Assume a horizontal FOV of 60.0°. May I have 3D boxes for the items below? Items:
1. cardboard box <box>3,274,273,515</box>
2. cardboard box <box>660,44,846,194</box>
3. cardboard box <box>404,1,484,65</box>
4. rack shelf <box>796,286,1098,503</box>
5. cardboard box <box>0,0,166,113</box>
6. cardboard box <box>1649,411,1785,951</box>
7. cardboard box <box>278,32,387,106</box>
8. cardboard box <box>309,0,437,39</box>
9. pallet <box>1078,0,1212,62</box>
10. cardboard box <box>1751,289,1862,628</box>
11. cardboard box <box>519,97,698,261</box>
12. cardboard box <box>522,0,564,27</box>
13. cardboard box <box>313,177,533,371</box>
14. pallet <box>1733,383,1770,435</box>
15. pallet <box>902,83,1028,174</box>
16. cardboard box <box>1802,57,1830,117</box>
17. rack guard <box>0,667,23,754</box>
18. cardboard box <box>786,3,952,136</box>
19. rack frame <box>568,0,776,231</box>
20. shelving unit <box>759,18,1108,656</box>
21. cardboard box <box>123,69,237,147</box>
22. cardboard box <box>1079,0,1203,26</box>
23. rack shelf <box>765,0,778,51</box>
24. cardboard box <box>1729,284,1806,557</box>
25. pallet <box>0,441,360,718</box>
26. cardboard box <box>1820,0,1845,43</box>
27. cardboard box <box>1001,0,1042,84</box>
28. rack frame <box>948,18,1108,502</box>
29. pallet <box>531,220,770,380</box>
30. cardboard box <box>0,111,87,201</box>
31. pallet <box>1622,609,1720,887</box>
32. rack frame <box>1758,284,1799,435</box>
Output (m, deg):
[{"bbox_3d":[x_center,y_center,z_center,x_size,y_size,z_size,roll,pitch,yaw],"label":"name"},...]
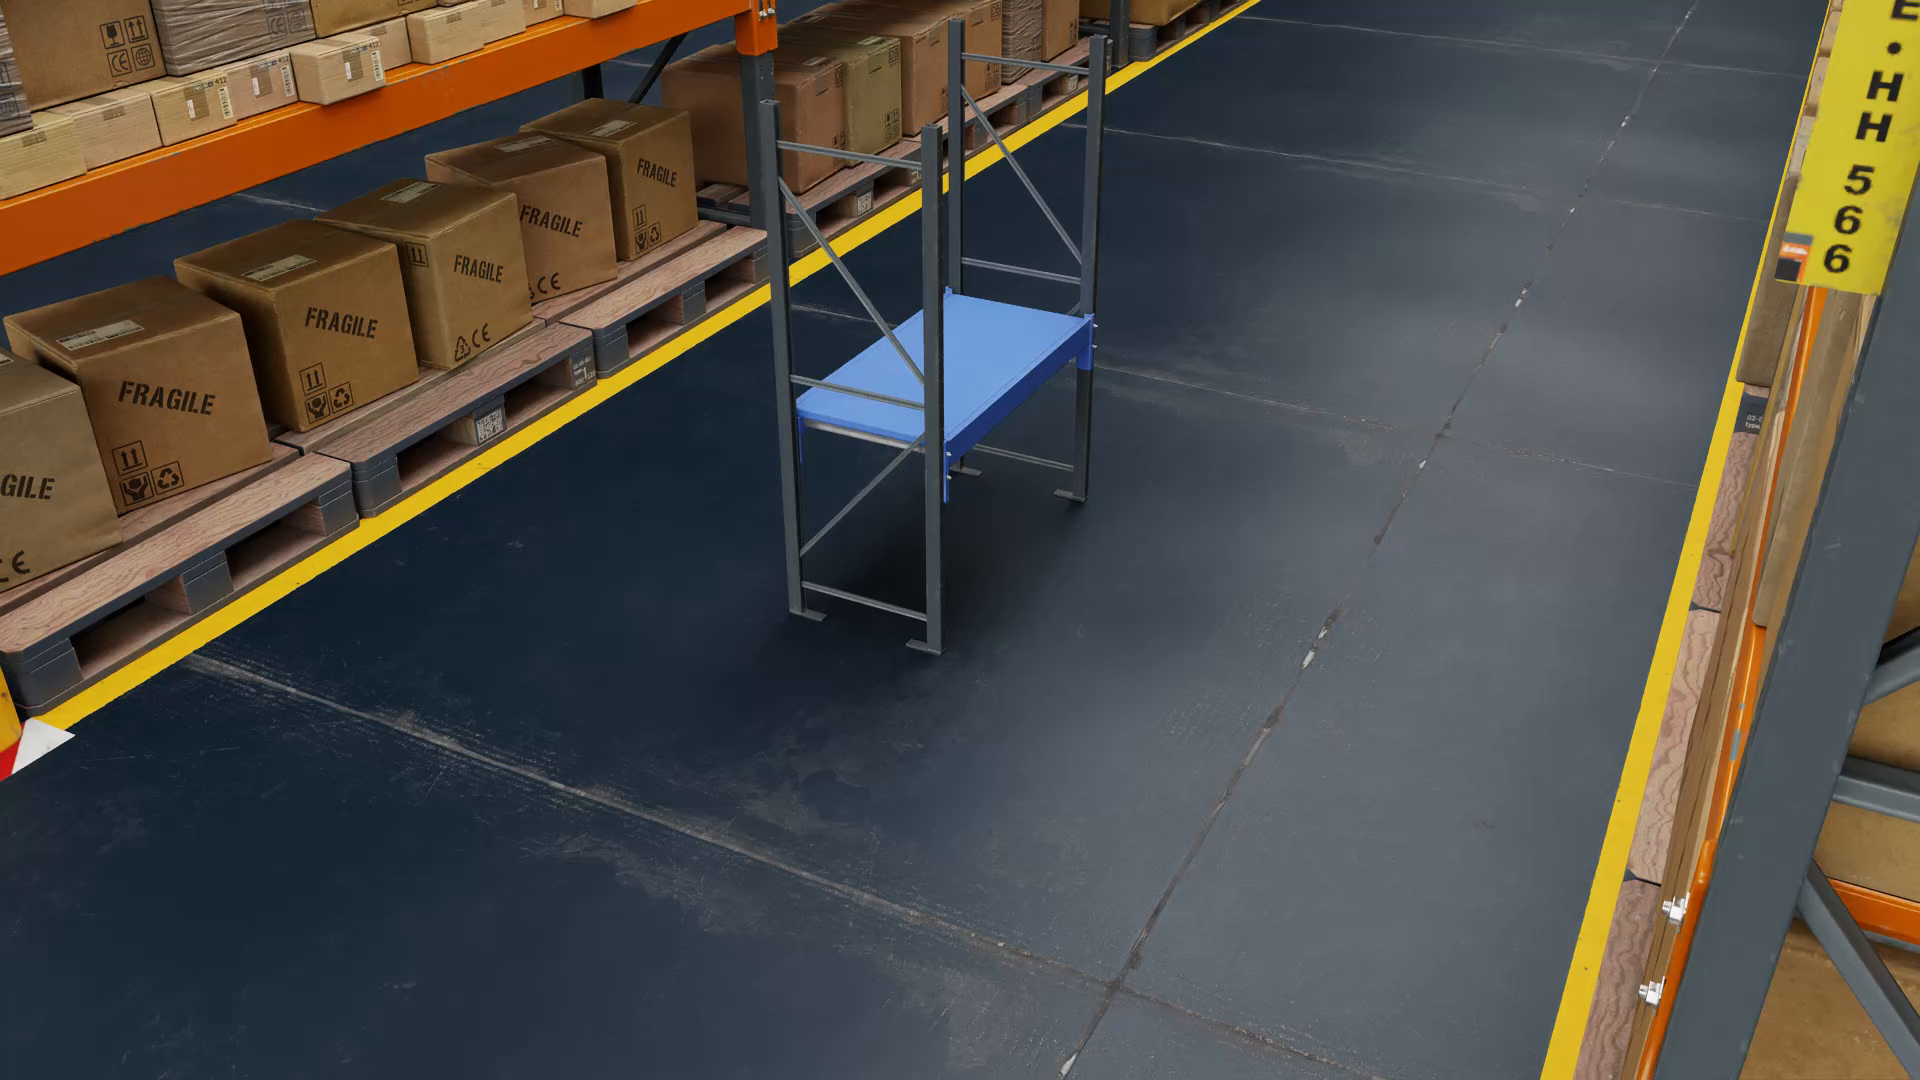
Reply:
[{"bbox_3d":[-2.524,-0.461,5.129,0.500,0.500,0.500,24,38,36],"label":"cardboard box"},{"bbox_3d":[-0.944,-1.964,7.727,0.700,0.500,0.500,12,32,20],"label":"cardboard box"},{"bbox_3d":[-1.776,-1.657,5.376,0.380,0.149,0.250,14,33,23],"label":"cardboard box"},{"bbox_3d":[-0.039,-0.457,4.900,0.538,0.185,1.000,14,33,23],"label":"rack shelf"},{"bbox_3d":[-2.669,-1.476,4.408,0.875,0.500,0.500,14,33,23],"label":"cardboard box"},{"bbox_3d":[1.953,0.386,3.277,0.875,0.875,0.875,14,33,23],"label":"cardboard box"},{"bbox_3d":[-1.953,-1.423,4.968,0.380,0.149,0.250,14,33,23],"label":"cardboard box"},{"bbox_3d":[-2.165,-1.906,5.159,0.875,0.500,0.500,14,33,23],"label":"cardboard box"},{"bbox_3d":[1.005,-3.486,11.109,1.003,0.211,1.213,14,33,23],"label":"pallet"},{"bbox_3d":[1.664,-0.135,2.323,0.875,0.550,0.550,14,33,23],"label":"cardboard box"},{"bbox_3d":[-1.461,-1.520,6.973,0.500,0.500,0.500,13,32,22],"label":"cardboard box"},{"bbox_3d":[-1.615,-1.896,5.792,0.380,0.149,0.250,14,33,23],"label":"cardboard box"},{"bbox_3d":[-1.928,-0.971,6.018,0.500,0.500,0.500,11,32,19],"label":"cardboard box"},{"bbox_3d":[3.411,-0.570,6.031,1.003,0.211,1.213,14,33,23],"label":"pallet"},{"bbox_3d":[-0.335,-2.269,8.989,1.003,0.211,1.213,14,33,23],"label":"pallet"},{"bbox_3d":[3.772,-1.349,6.424,1.050,0.750,0.750,14,33,23],"label":"cardboard box"},{"bbox_3d":[-3.031,0.233,4.341,1.175,0.500,0.348,14,33,23],"label":"rack guard"},{"bbox_3d":[-0.456,-2.419,8.519,0.700,0.500,0.500,11,32,19],"label":"cardboard box"},{"bbox_3d":[-1.243,-2.590,6.748,1.000,3.000,0.127,14,33,23],"label":"rack frame"},{"bbox_3d":[-0.039,-0.613,4.811,0.538,1.500,1.048,14,33,23],"label":"shelving unit"},{"bbox_3d":[-2.249,-1.219,4.613,0.380,0.149,0.250,14,33,23],"label":"cardboard box"},{"bbox_3d":[0.912,-3.925,10.785,1.225,0.875,0.875,13,32,21],"label":"cardboard box"},{"bbox_3d":[-0.332,-3.165,8.471,1.077,0.370,4.000,14,33,23],"label":"rack shelf"},{"bbox_3d":[2.778,-0.418,4.677,0.875,0.875,0.875,15,33,24],"label":"cardboard box"},{"bbox_3d":[-2.629,0.007,5.027,1.003,0.211,1.213,14,33,23],"label":"pallet"},{"bbox_3d":[4.591,-2.150,7.820,1.050,0.750,0.750,14,33,23],"label":"cardboard box"},{"bbox_3d":[0.050,-2.920,9.391,0.700,0.500,0.500,12,32,19],"label":"cardboard box"},{"bbox_3d":[0.193,-0.838,5.203,0.500,1.500,0.032,14,33,23],"label":"rack frame"},{"bbox_3d":[-1.518,-1.075,6.910,1.003,0.211,1.213,14,33,23],"label":"pallet"},{"bbox_3d":[-2.465,-0.994,4.221,0.380,0.149,0.250,14,33,23],"label":"cardboard box"},{"bbox_3d":[2.156,0.651,3.904,1.003,0.211,1.213,14,33,23],"label":"pallet"},{"bbox_3d":[3.126,-1.420,4.711,1.000,3.000,0.127,14,33,23],"label":"rack frame"}]
